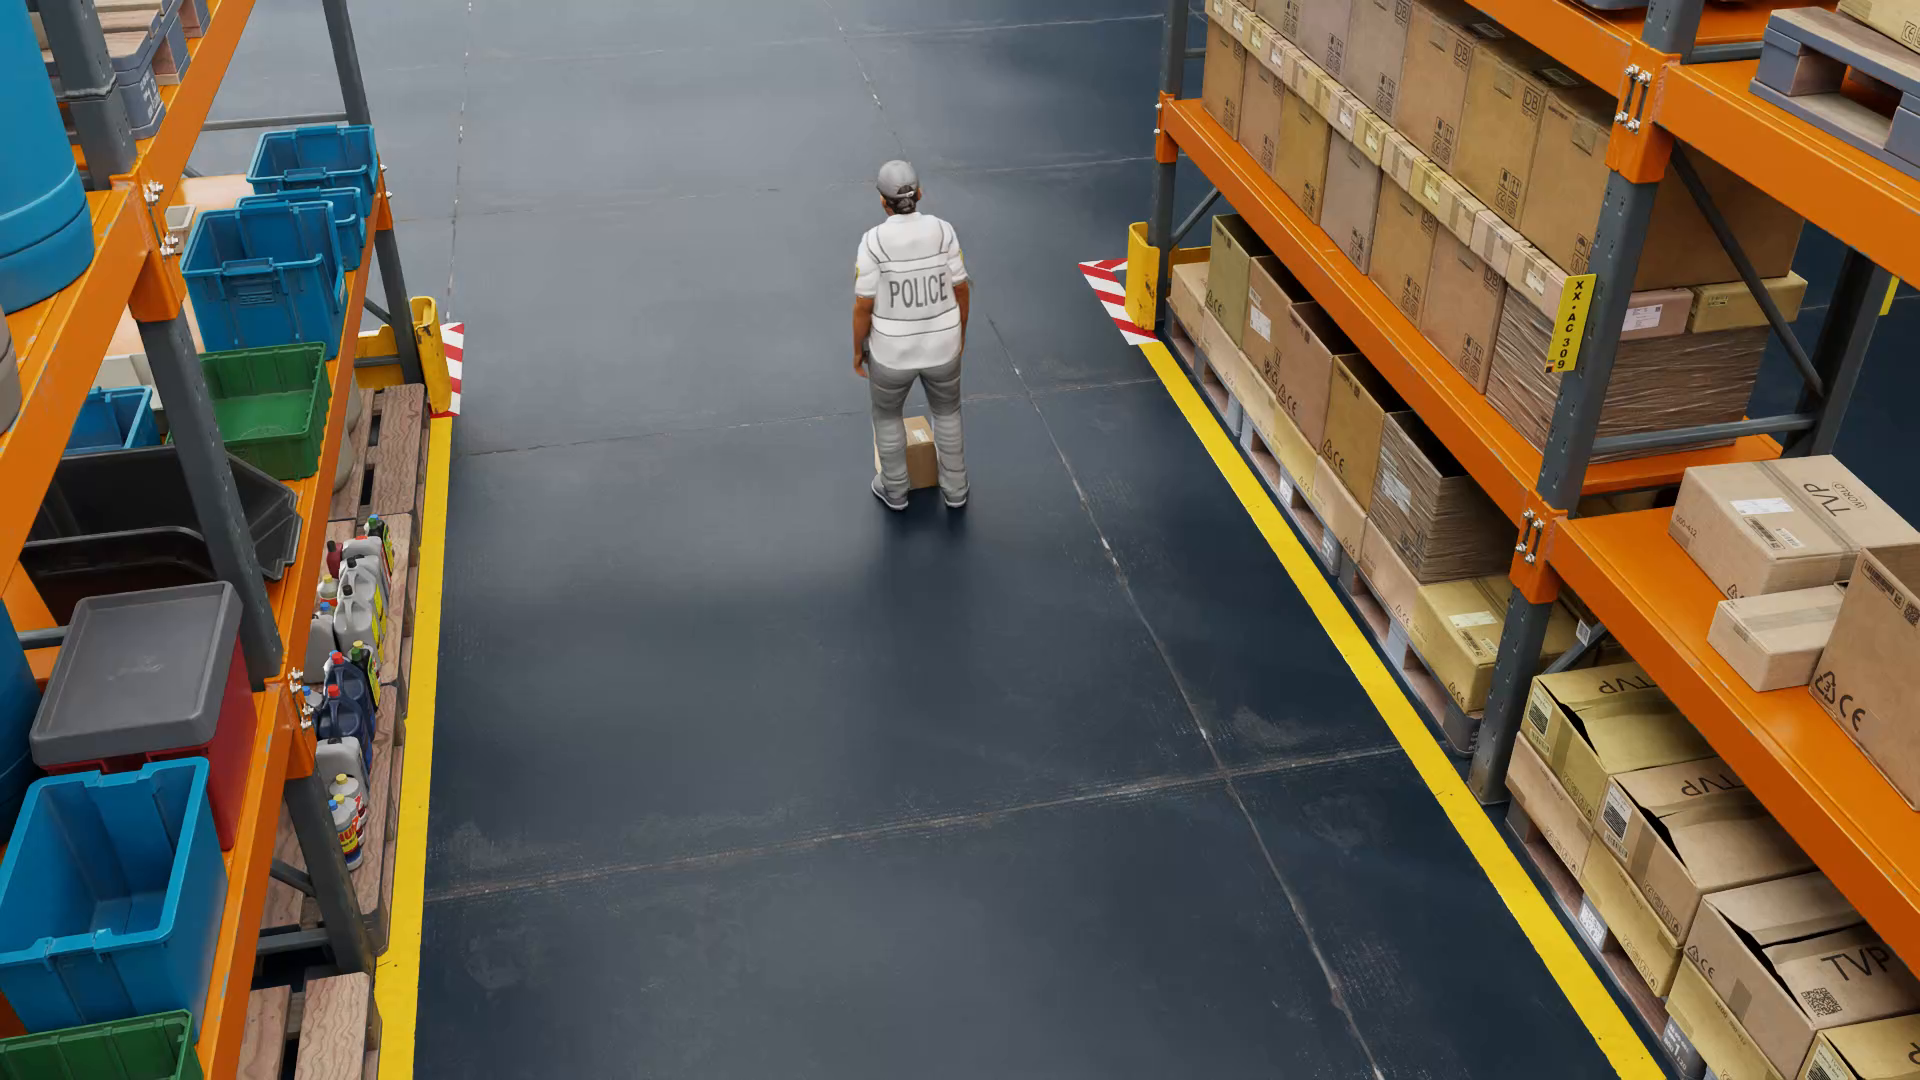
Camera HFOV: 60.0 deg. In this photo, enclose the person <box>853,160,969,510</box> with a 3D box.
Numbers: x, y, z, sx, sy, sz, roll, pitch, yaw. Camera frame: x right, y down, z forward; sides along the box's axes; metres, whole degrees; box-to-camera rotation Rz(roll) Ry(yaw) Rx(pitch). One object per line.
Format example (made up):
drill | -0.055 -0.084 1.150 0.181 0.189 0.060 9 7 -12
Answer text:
person | -0.209 -0.874 7.406 0.564 1.666 0.468 -10 36 -14
